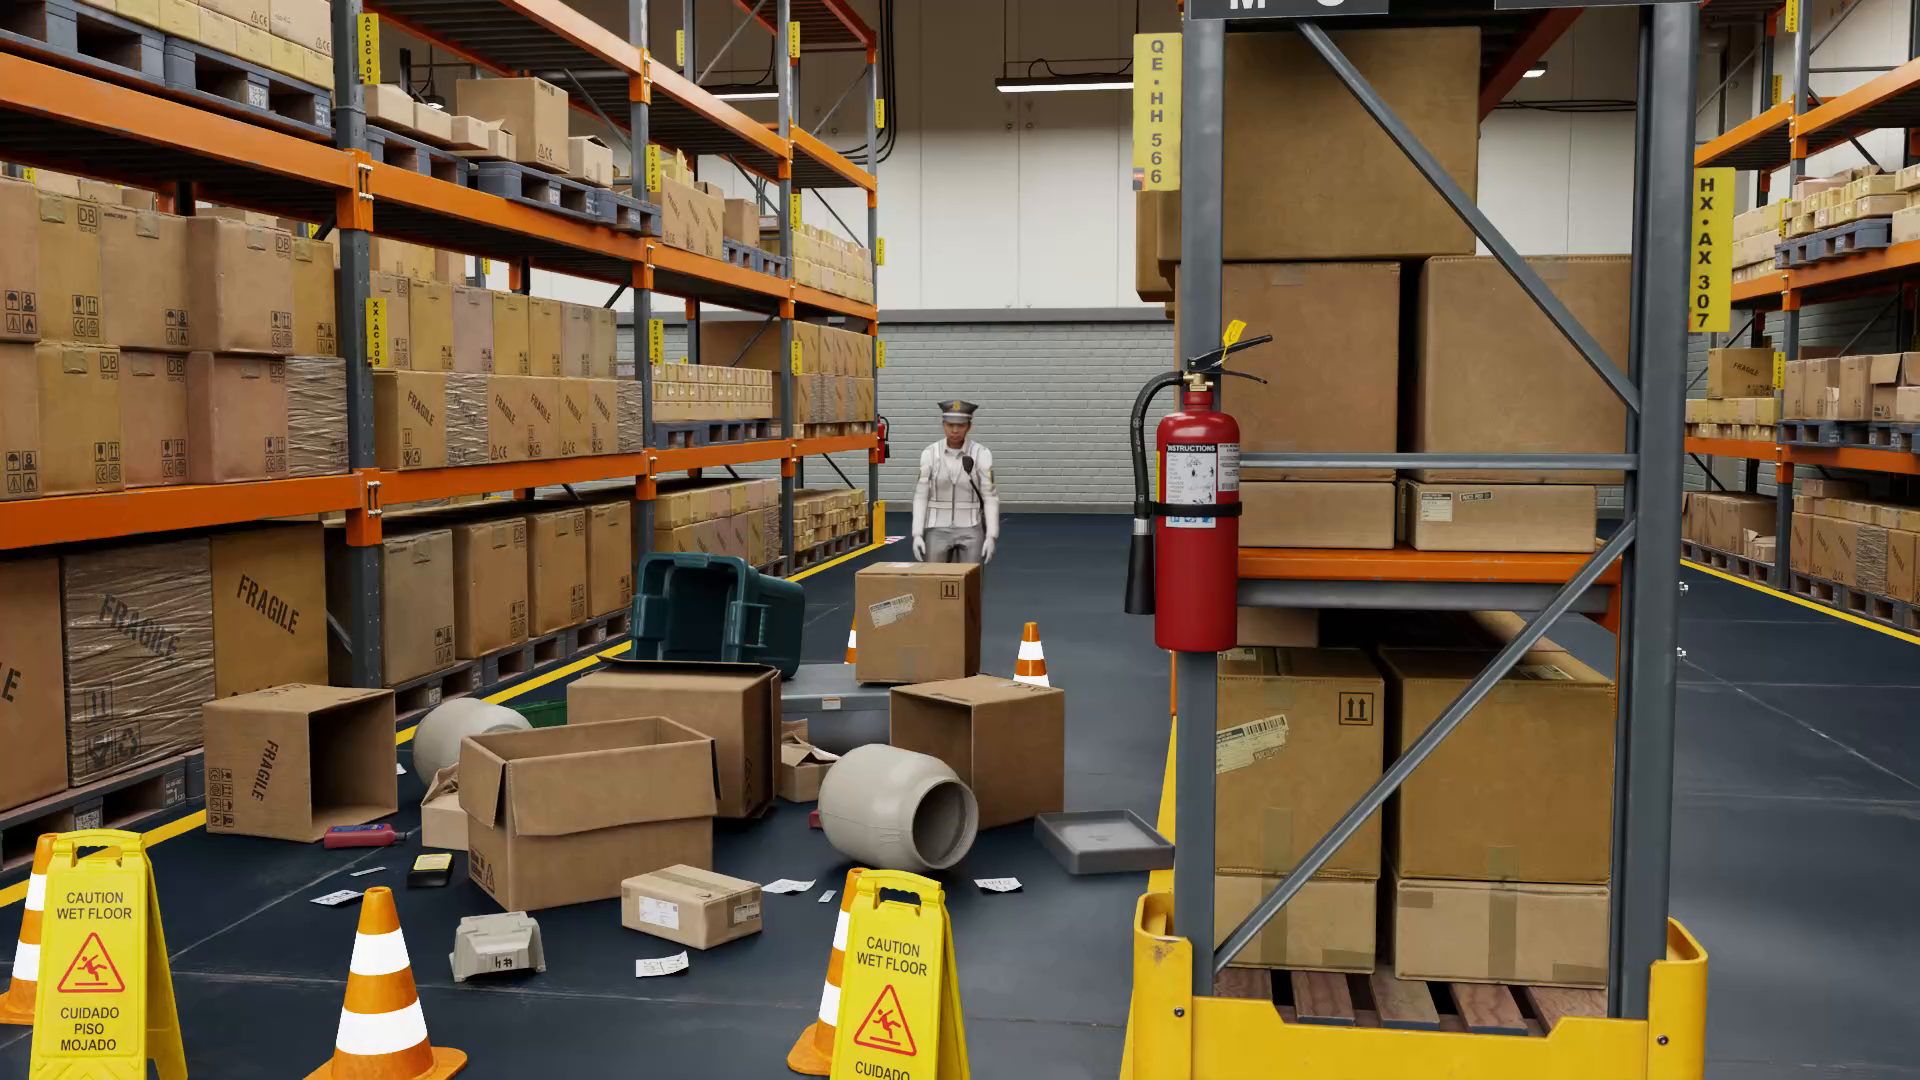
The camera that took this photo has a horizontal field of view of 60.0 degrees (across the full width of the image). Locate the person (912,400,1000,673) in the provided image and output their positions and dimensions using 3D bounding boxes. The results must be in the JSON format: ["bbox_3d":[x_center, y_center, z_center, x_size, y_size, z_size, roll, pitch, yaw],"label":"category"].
[{"bbox_3d":[-0.028,-0.001,9.900,0.522,1.662,0.371,1,5,6],"label":"person"}]
